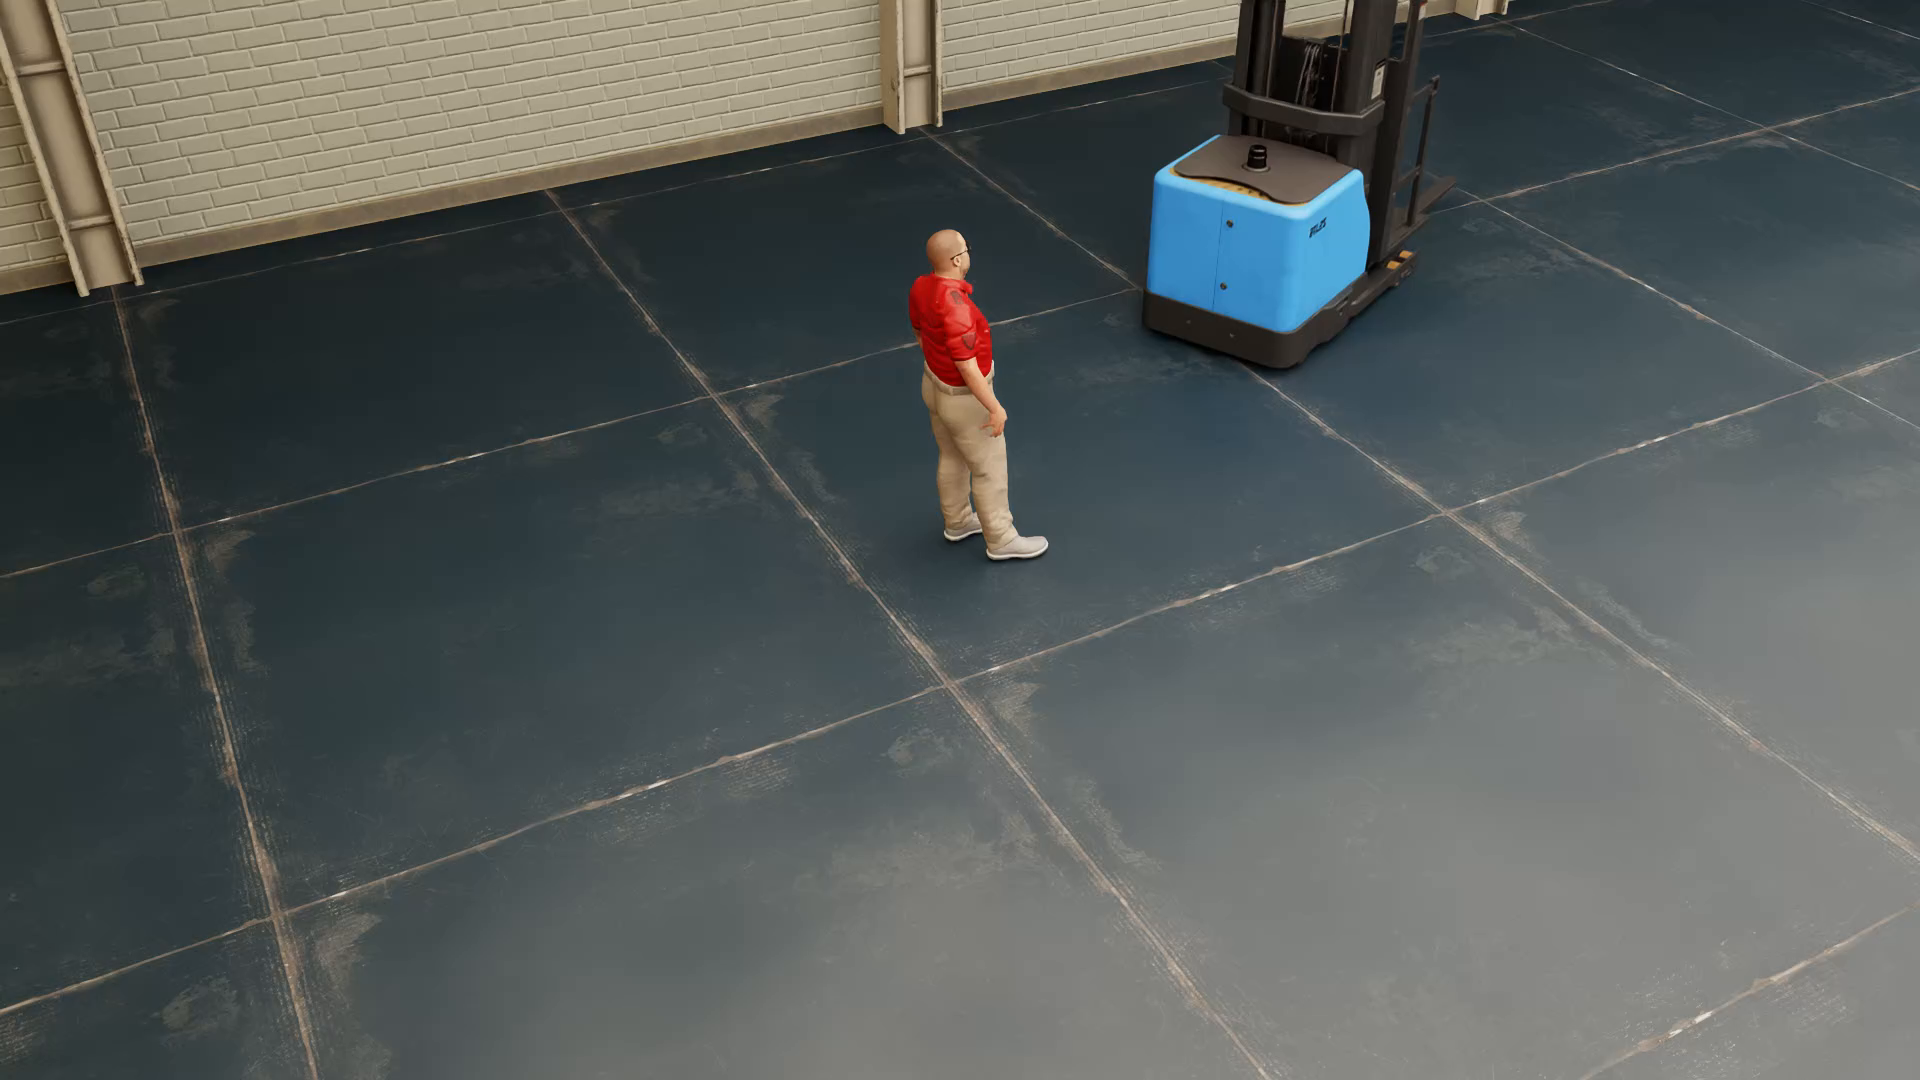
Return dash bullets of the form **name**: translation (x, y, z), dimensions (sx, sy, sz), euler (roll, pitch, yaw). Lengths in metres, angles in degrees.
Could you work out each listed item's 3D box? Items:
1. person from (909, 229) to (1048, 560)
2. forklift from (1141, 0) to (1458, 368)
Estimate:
- **person**: translation (0.085, -0.731, 8.185), dimensions (0.550, 1.727, 0.641), euler (-17, 39, -23)
- **forklift**: translation (2.419, -3.029, 10.408), dimensions (1.130, 2.935, 3.031), euler (23, 41, 29)
